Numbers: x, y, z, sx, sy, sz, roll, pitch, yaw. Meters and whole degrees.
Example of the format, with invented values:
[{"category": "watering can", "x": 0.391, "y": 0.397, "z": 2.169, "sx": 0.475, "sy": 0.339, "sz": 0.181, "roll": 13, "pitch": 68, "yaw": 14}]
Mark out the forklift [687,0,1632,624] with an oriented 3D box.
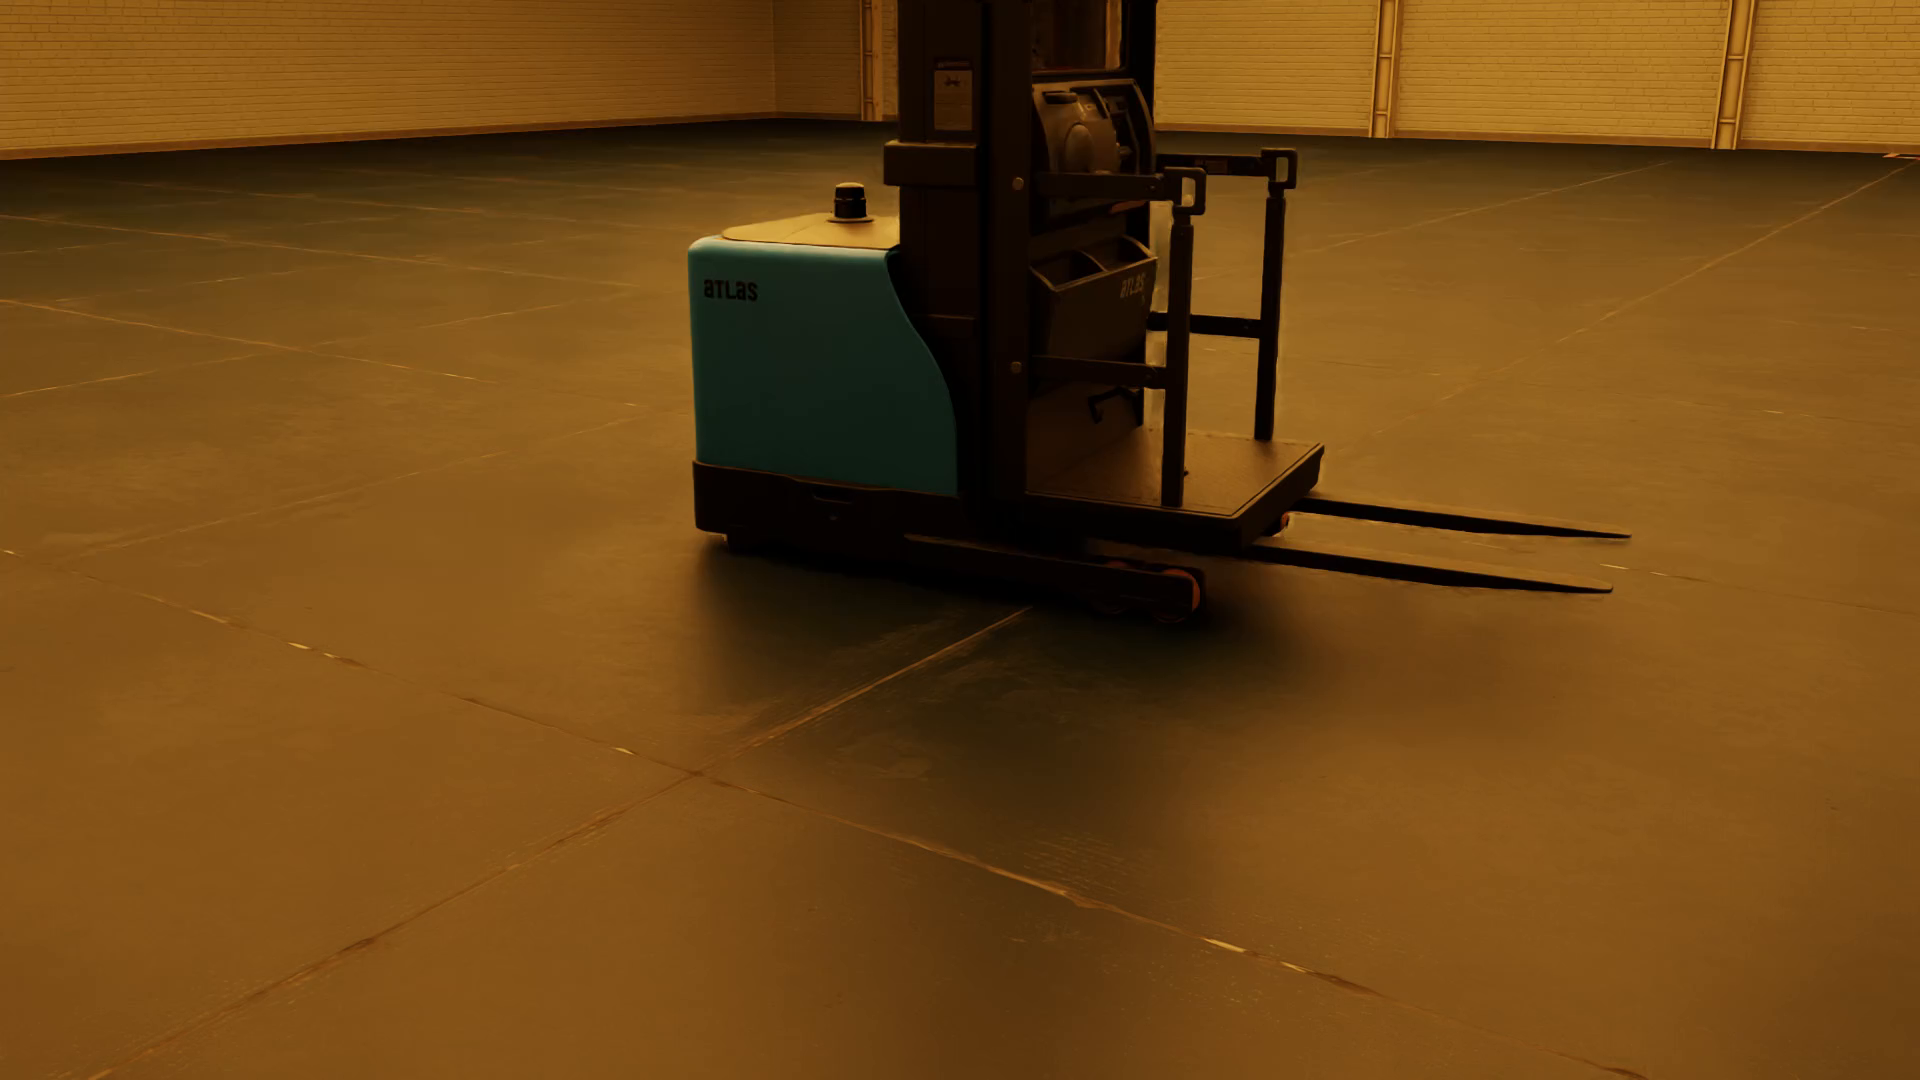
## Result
[{"category": "forklift", "x": 0.619, "y": -1.322, "z": 5.253, "sx": 3.031, "sy": 2.935, "sz": 1.130, "roll": 8, "pitch": 18, "yaw": 25}]
